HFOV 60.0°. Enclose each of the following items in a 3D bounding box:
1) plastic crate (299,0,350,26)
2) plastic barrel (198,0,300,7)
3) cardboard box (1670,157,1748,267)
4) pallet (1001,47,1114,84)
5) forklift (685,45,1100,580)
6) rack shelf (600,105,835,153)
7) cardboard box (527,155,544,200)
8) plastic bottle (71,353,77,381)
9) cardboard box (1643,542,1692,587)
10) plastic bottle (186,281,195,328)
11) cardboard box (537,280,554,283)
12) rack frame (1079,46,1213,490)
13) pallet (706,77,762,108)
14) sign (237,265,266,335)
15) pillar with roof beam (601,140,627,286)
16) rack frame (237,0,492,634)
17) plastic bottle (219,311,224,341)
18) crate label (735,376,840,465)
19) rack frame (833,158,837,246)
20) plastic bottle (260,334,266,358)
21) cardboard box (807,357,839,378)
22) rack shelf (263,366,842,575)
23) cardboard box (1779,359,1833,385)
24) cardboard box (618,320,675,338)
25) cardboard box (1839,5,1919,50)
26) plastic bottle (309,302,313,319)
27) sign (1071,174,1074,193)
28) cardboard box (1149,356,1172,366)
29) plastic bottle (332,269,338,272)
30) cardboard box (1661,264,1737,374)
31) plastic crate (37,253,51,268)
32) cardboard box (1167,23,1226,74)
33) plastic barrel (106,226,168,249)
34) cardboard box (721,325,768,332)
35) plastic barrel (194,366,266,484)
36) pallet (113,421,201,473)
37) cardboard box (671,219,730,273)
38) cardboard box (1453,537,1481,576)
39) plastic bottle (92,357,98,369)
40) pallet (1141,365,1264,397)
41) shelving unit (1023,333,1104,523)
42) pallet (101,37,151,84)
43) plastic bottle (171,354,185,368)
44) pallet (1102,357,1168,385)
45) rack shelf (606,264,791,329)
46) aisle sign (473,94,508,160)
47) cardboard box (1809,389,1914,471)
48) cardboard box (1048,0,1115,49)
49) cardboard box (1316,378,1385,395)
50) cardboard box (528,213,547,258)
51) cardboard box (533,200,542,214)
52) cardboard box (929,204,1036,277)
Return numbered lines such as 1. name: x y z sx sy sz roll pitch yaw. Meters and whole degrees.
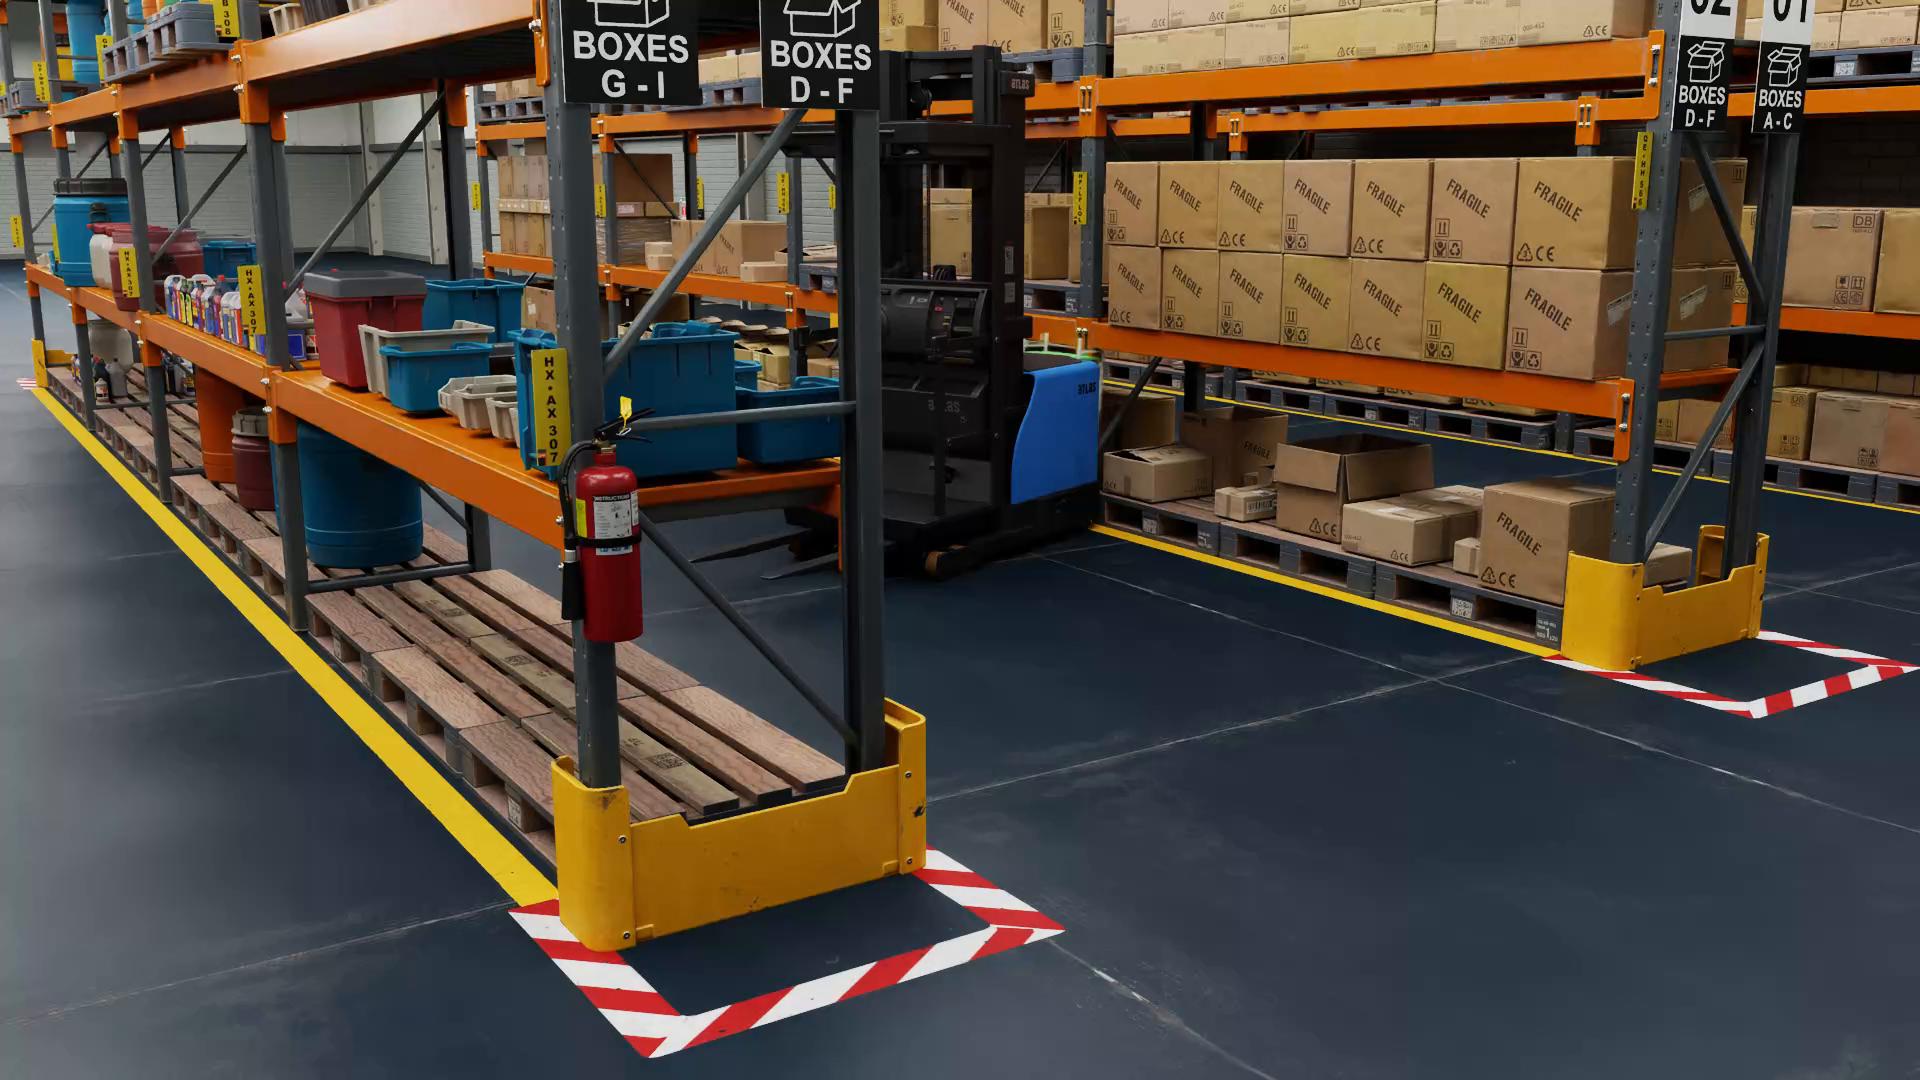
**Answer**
1. plastic crate: -2.448 -2.218 6.766 0.497 0.269 0.590 -8 15 -33
2. plastic barrel: -3.583 -2.970 8.478 0.600 0.588 0.600 0 12 0
3. cardboard box: 3.408 -1.591 8.042 0.500 0.500 0.500 -8 14 -31
4. pallet: 0.915 -3.153 11.177 1.213 0.211 1.003 -8 15 -33
5. forklift: -0.364 -1.322 9.548 1.130 2.935 3.031 9 15 34
6. rack shelf: -2.107 -3.836 15.545 1.077 0.370 4.000 -8 15 -33
7. cardboard box: -4.578 -4.196 19.255 0.700 0.500 0.500 -8 15 -33
8. plastic bottle: -8.811 -1.726 16.591 0.097 0.271 0.097 0 12 0
9. cardboard box: 3.488 0.119 8.440 0.380 0.149 0.250 -8 15 -33
10. plastic bottle: -4.733 -1.456 10.272 0.061 0.283 0.133 -8 15 -33
11. cardboard box: -4.886 -2.957 20.562 0.500 0.500 0.500 -8 15 -33
12. rack frame: 1.218 -1.655 10.909 1.000 3.000 0.127 -8 15 -33
13. pallet: -1.449 -3.850 14.365 1.213 0.211 1.003 -7 14 -30
14. sign: -3.367 -1.140 7.905 0.100 0.325 0.005 -8 15 -33
15. pillar with roof beam: -10.434 -8.910 30.039 9.100 9.000 0.400 -8 15 -33
16. rack frame: -2.908 -1.069 8.231 1.000 3.000 0.127 -8 15 -33
17. plastic bottle: -4.167 -1.241 9.483 0.097 0.201 0.097 0 12 0
18. crate label: -0.554 -0.388 5.368 0.416 0.233 0.303 -8 15 -33
19. rack frame: -1.309 -4.376 23.352 1.000 3.000 0.127 -8 15 -33
20. plastic bottle: -3.562 -1.080 8.552 0.061 0.283 0.133 -8 15 -33
21. cardboard box: -0.984 -1.245 13.857 0.500 0.500 0.500 -7 14 -30
22. rack shelf: -1.800 -0.362 6.681 1.077 0.370 4.000 -8 15 -33
23. cardboard box: 6.333 -1.262 12.460 0.380 0.149 0.250 -8 15 -32
24. cardboard box: -3.193 -2.111 17.133 0.500 0.311 0.500 -8 15 -33
25. cardboard box: 6.347 -3.460 11.275 0.500 0.250 0.500 -9 15 -34
26. plastic bottle: -4.206 -1.547 10.878 0.097 0.201 0.097 0 12 0
27. sign: 1.367 -4.297 20.279 0.100 0.325 0.005 -8 15 -33
28. cardboard box: 2.492 -2.175 18.106 0.700 0.500 0.500 -8 15 -33
29. plastic bottle: -3.858 -1.499 10.310 0.144 0.351 0.185 -8 15 -33
30. cardboard box: 3.408 -1.103 8.149 0.500 0.500 0.500 -8 15 -32
31. plastic crate: -9.329 -2.878 17.116 0.298 0.136 0.250 -8 15 -33
32. cardboard box: 1.555 -2.842 9.666 0.500 0.250 0.500 -8 15 -33
33. plastic barrel: -6.347 -2.155 12.877 0.433 0.535 0.433 0 12 0
34. cardboard box: -2.184 -1.995 16.603 0.500 0.311 0.500 -8 15 -33
35. plastic barrel: -4.839 -0.841 11.282 0.600 0.830 0.708 -8 15 -33
36. pallet: -6.193 -0.778 13.424 1.003 0.211 1.213 -8 15 -33
37. cardboard box: -2.511 -2.895 16.343 0.500 0.500 0.500 -7 14 -29
38. cardboard box: 2.778 0.075 8.599 0.380 0.166 0.250 -8 15 -33
39. plastic bottle: -8.043 -1.528 15.497 0.144 0.351 0.185 -9 15 -36
40. pallet: 2.692 -1.730 17.780 1.003 0.211 1.213 -8 15 -33
41. shelving unit: 0.635 -0.733 10.857 0.258 1.200 0.503 -7 14 -44
42. pallet: -4.782 -3.006 10.509 1.003 0.211 1.213 -8 15 -33
43. plastic bottle: -7.442 -1.606 15.854 0.144 0.351 0.185 -8 14 -31
44. pallet: 2.020 -1.947 18.772 1.003 0.211 1.213 -8 15 -33
45. rack shelf: -2.107 -2.371 15.865 1.077 0.370 4.000 -8 15 -33
46. aisle sign: -5.722 -5.035 20.278 0.394 0.787 0.004 -8 15 -33
47. cardboard box: 6.528 -0.806 11.893 0.700 0.500 0.500 -9 15 -35
48. cardboard box: 1.000 -3.522 10.972 0.600 0.600 0.600 -10 16 -38
49. cardboard box: 3.902 -1.806 15.646 0.750 0.750 0.750 -8 15 -33
50. cardboard box: -4.618 -3.572 19.439 0.700 0.500 0.500 -8 15 -32
51. cardboard box: -4.678 -3.831 19.106 0.380 0.149 0.250 -8 15 -33
52. cardboard box: 0.187 -2.216 12.257 0.500 0.500 0.700 11 16 41
